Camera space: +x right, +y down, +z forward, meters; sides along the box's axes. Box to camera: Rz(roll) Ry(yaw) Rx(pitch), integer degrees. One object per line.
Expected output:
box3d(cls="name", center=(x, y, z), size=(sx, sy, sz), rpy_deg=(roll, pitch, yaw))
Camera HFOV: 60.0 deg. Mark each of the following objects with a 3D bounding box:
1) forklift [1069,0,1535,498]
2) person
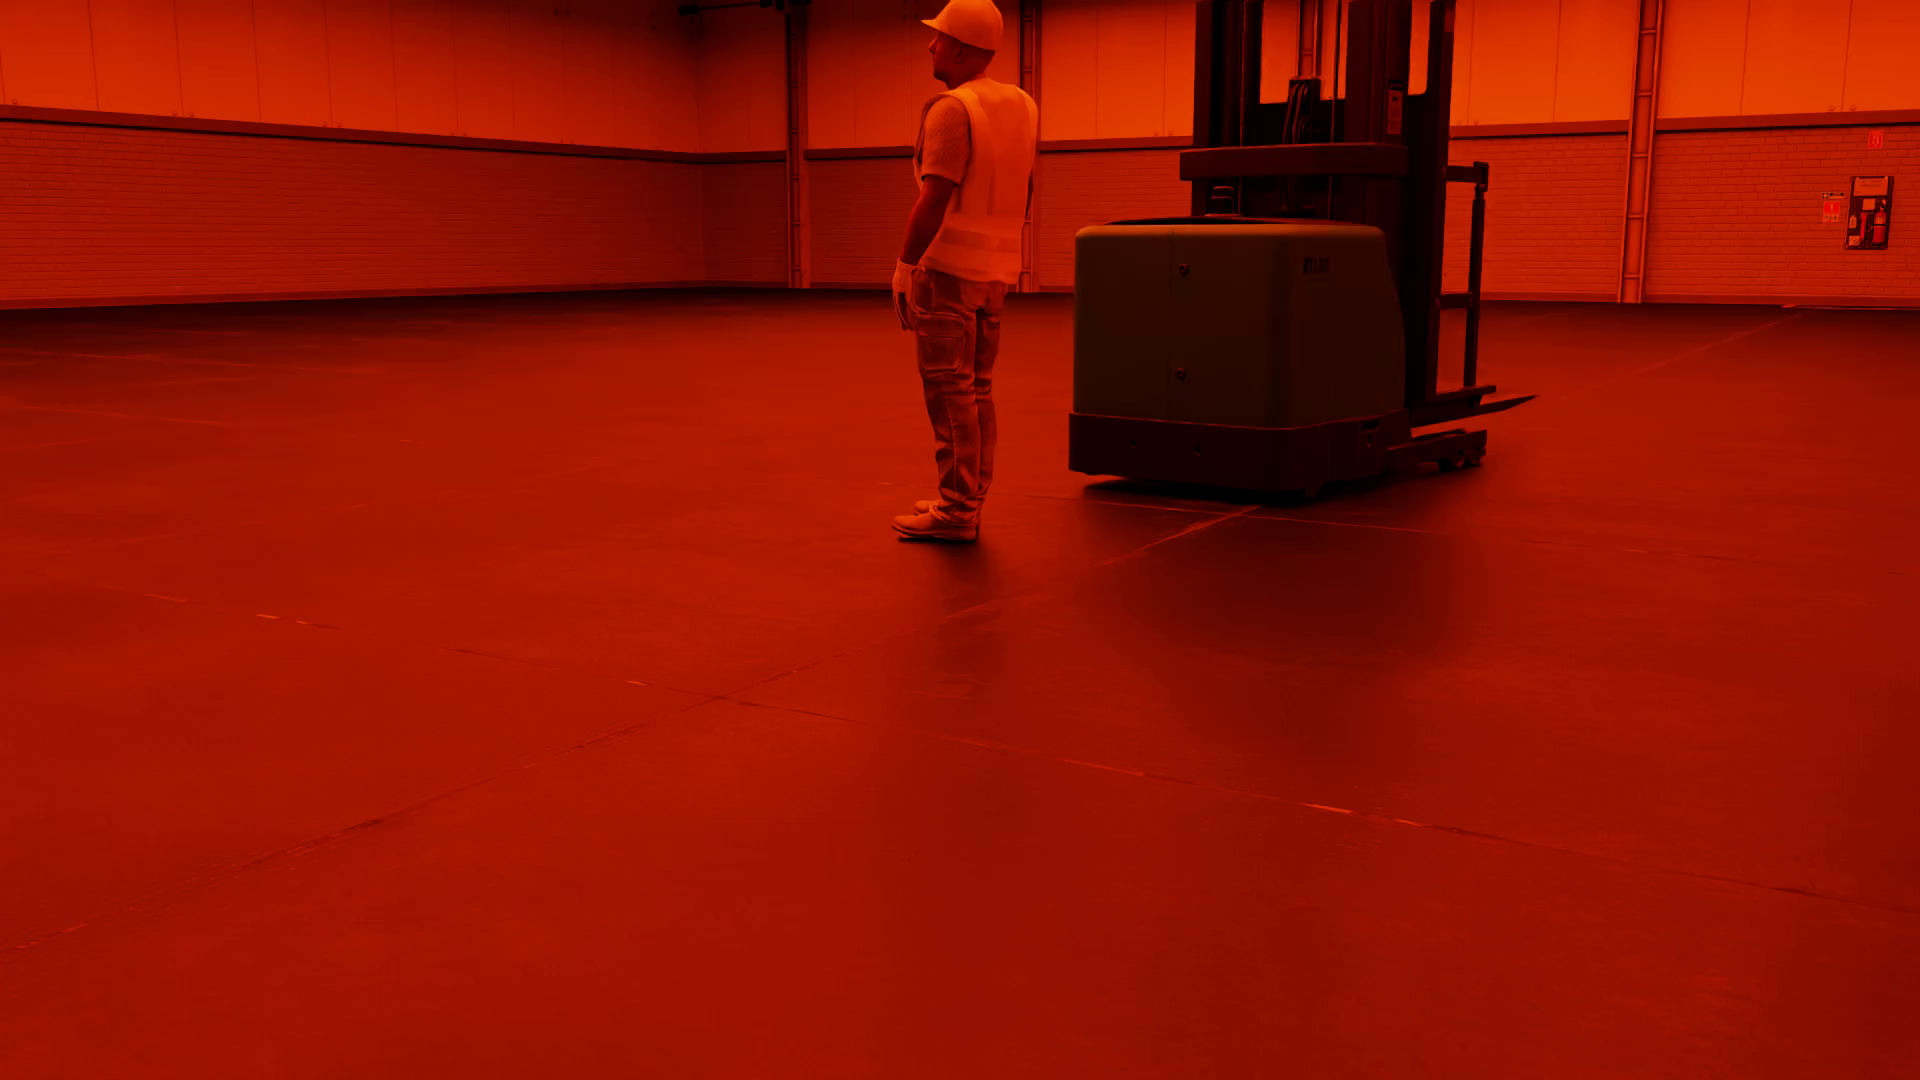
box3d(cls="forklift", center=(1.780, -1.811, 7.522), size=(1.130, 2.935, 3.031), rpy_deg=(8, 13, 39))
box3d(cls="person", center=(-0.058, -0.892, 5.595), size=(0.575, 1.784, 0.656), rpy_deg=(6, 12, 31))
